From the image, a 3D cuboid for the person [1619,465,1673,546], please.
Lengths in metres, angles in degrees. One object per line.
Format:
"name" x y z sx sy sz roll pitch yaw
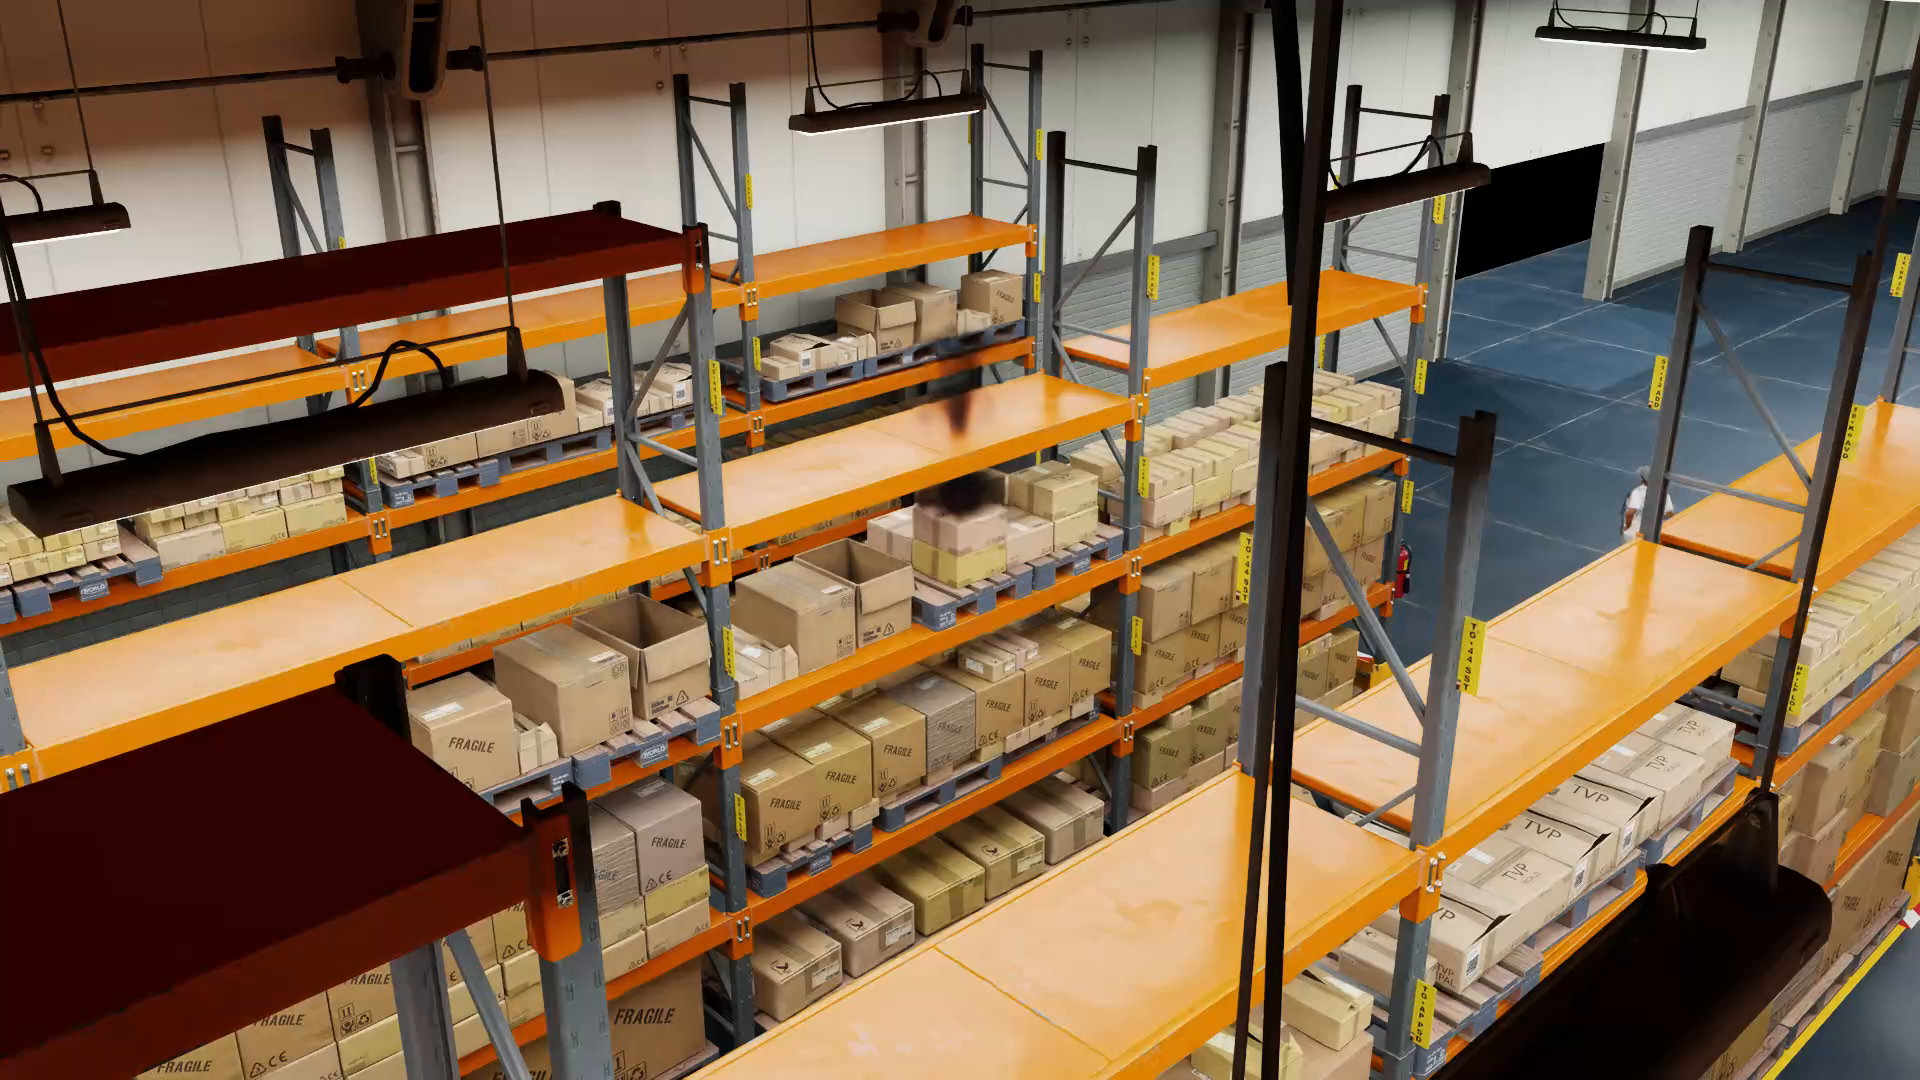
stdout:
"person" 7.686 -0.002 18.708 0.581 1.715 0.826 3 23 7
